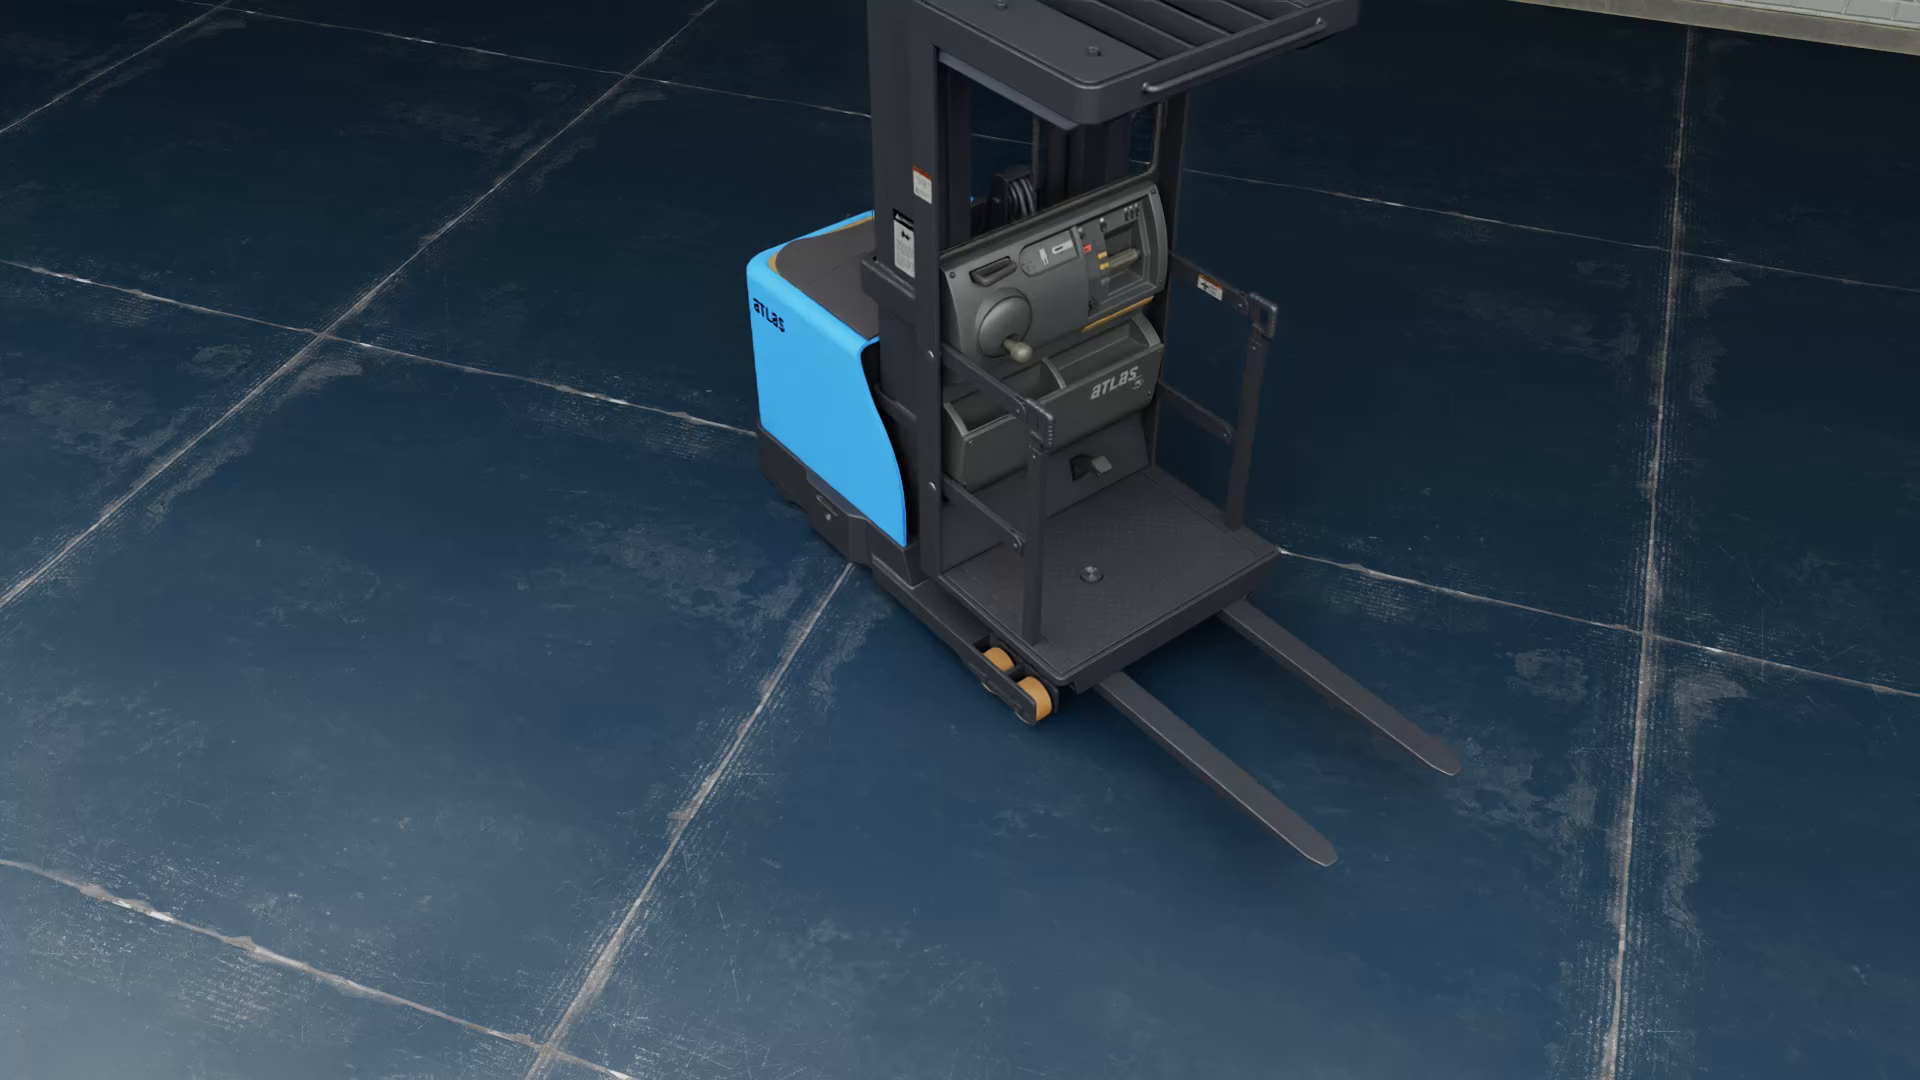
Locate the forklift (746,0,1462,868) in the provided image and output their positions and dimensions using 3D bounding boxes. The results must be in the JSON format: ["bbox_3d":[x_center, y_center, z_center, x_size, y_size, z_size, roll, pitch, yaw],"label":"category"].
[{"bbox_3d":[0.470,-0.825,5.459,1.130,2.935,3.031,-27,47,-28],"label":"forklift"}]

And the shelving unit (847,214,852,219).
[{"bbox_3d":[-0.317,-1.004,7.234,0.258,0.900,0.210,-23,46,-25],"label":"shelving unit"}]

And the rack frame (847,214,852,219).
[{"bbox_3d":[-0.372,-1.059,7.298,0.240,0.900,0.006,-23,46,-25],"label":"rack frame"}]
